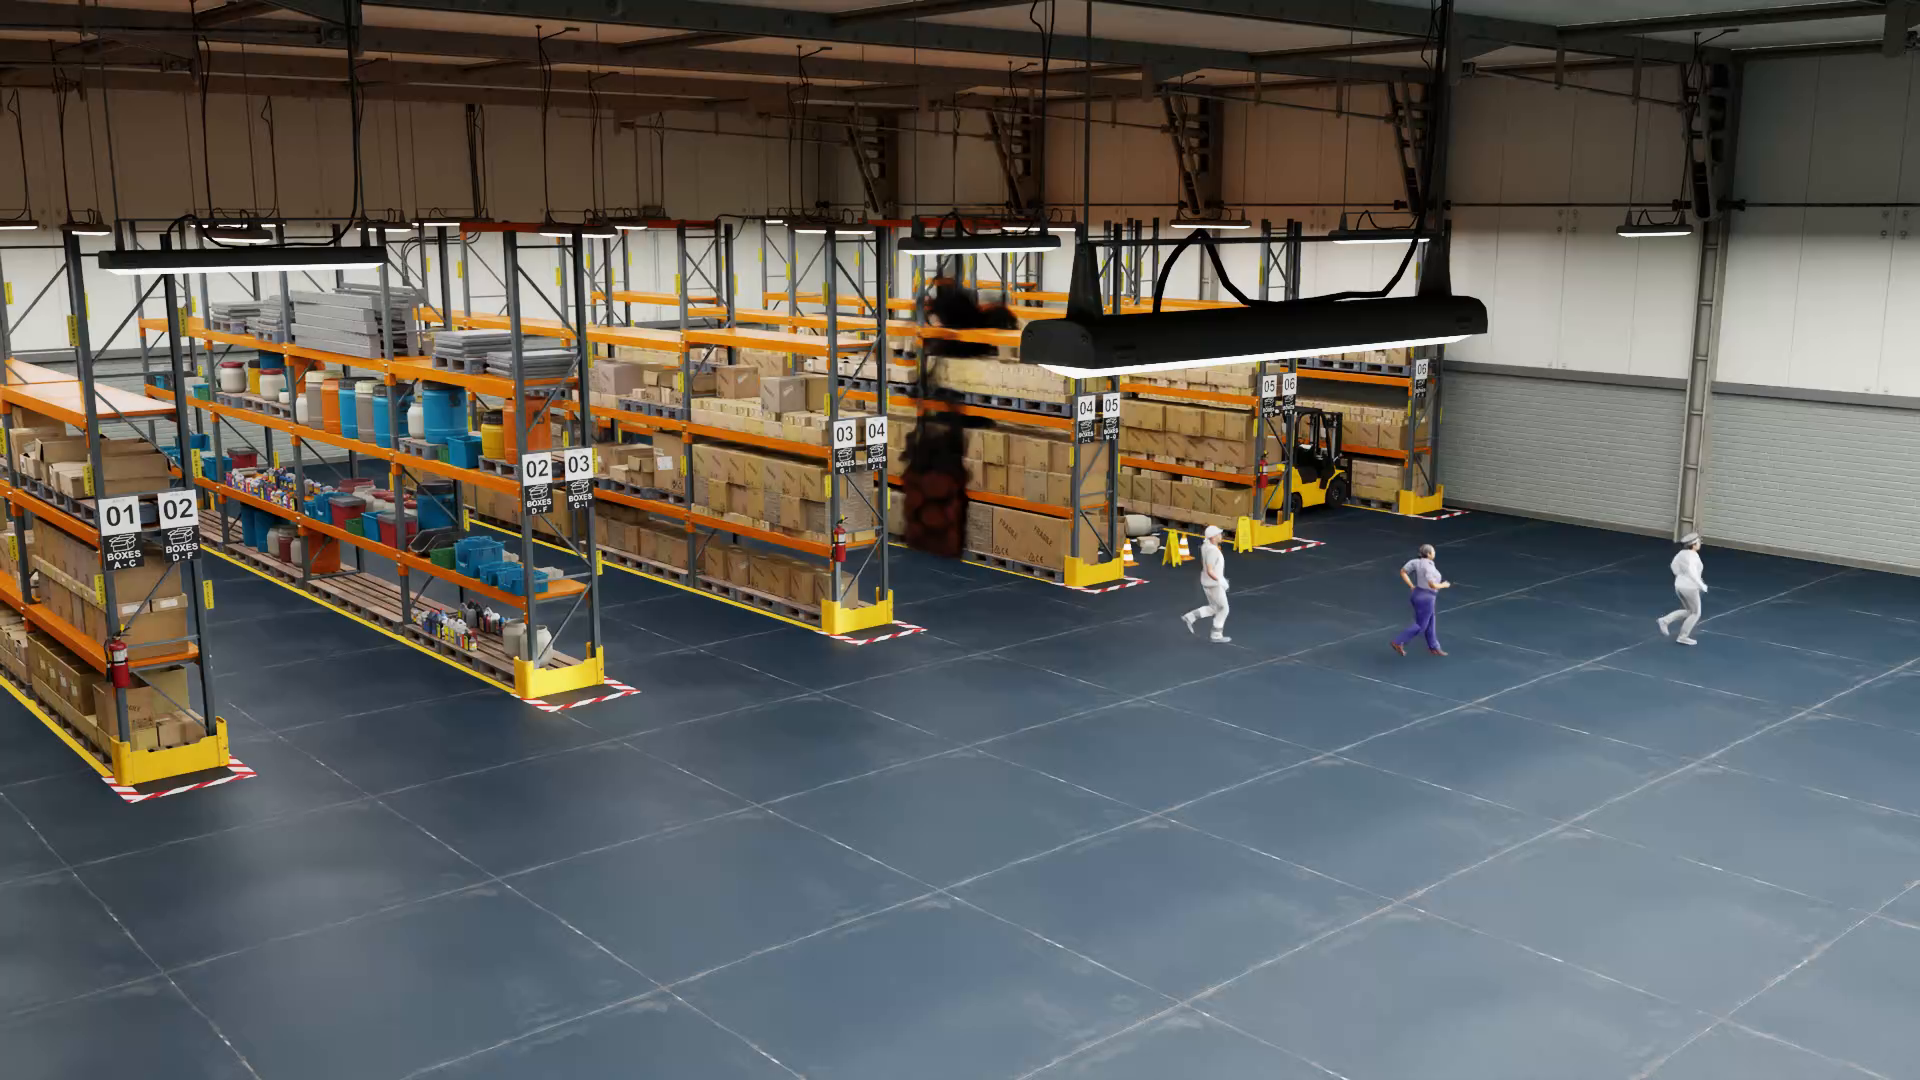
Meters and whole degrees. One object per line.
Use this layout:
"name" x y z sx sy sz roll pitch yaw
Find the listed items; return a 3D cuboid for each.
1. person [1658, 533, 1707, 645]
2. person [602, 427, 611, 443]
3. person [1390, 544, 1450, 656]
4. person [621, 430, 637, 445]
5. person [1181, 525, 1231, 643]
"person" 10.545 0.703 24.249 0.571 1.649 0.652 -1 11 -3
"person" -8.817 -2.666 41.050 0.516 1.607 0.659 -10 15 -40
"person" 6.495 0.870 23.352 0.937 1.658 0.610 -2 12 -9
"person" -8.291 -2.804 41.521 0.526 1.661 0.751 4 12 18
"person" 3.615 0.647 24.249 0.724 1.744 0.698 0 11 -2
